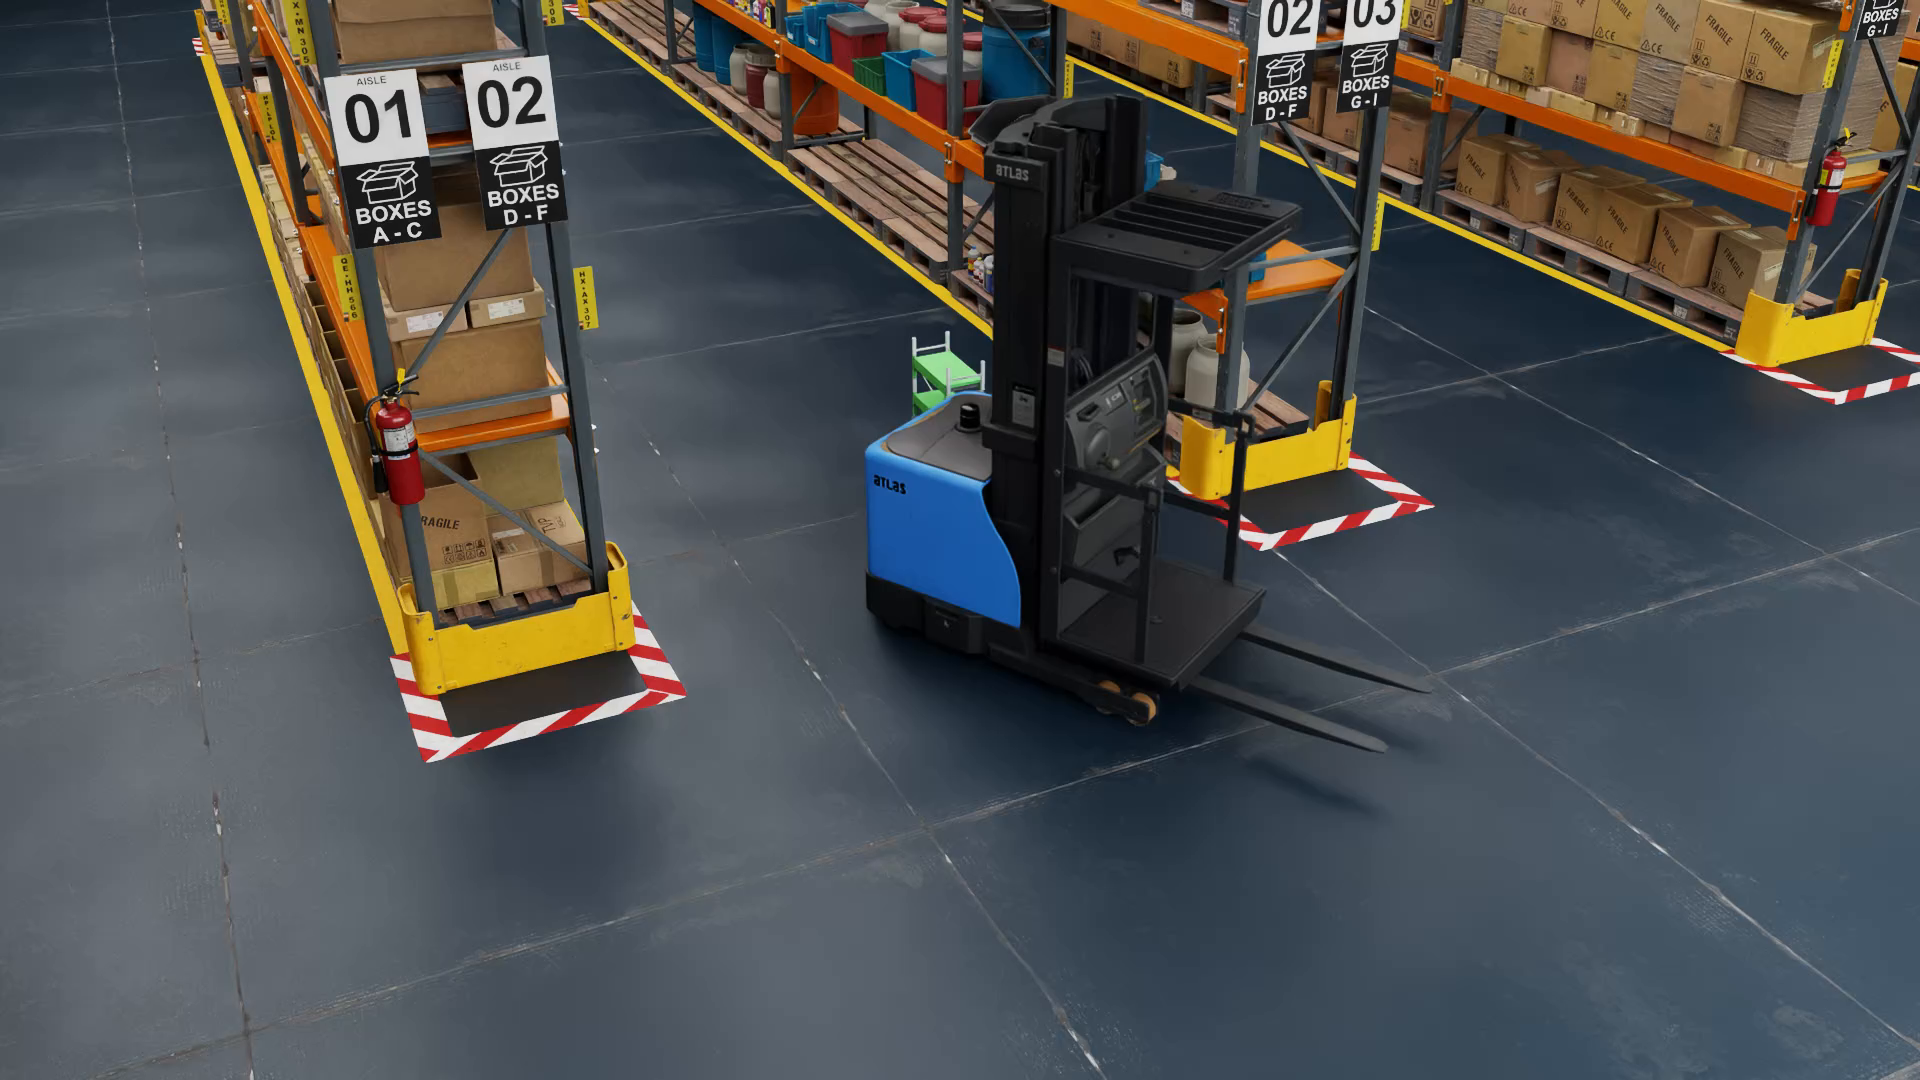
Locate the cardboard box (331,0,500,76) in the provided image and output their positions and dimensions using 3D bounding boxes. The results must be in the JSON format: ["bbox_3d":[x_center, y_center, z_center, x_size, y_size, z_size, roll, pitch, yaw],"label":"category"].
[{"bbox_3d":[-2.629,-2.540,7.940,0.797,0.503,0.637,-11,31,-19],"label":"cardboard box"}]

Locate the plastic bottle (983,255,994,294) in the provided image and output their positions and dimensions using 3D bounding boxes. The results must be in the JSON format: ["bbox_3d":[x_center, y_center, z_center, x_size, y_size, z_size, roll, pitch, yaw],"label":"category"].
[{"bbox_3d":[0.277,-2.127,13.284,0.152,0.276,0.135,-12,31,-20],"label":"plastic bottle"}]

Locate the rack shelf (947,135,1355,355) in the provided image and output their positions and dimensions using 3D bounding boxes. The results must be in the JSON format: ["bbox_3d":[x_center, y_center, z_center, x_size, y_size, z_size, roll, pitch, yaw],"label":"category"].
[{"bbox_3d":[1.231,-2.295,11.985,1.077,0.370,4.000,-13,32,-22],"label":"rack shelf"}]

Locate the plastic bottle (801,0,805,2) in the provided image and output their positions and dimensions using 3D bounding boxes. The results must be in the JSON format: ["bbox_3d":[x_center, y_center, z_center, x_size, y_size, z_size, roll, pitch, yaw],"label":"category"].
[{"bbox_3d":[-1.661,-5.928,17.859,0.097,0.271,0.097,0,29,0],"label":"plastic bottle"}]

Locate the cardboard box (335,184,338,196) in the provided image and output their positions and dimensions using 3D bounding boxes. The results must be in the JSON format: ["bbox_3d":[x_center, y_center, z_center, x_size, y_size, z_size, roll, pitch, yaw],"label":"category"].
[{"bbox_3d":[-3.261,-2.204,9.658,0.700,0.500,0.500,-13,32,-22],"label":"cardboard box"}]

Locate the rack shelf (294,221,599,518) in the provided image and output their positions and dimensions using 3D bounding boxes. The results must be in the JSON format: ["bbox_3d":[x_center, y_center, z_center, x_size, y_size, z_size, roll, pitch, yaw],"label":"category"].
[{"bbox_3d":[-3.245,-1.257,10.133,1.077,0.370,4.000,-13,32,-22],"label":"rack shelf"}]

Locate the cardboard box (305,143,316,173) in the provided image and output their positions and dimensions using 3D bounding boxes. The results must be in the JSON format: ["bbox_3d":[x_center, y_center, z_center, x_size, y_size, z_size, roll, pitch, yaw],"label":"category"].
[{"bbox_3d":[-4.055,-2.511,10.868,0.380,0.149,0.250,-13,32,-21],"label":"cardboard box"}]

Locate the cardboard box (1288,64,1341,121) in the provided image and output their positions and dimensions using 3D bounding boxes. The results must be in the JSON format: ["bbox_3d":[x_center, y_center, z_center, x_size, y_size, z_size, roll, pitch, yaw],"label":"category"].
[{"bbox_3d":[3.684,-4.867,17.942,0.700,0.500,0.500,-16,33,-26],"label":"cardboard box"}]

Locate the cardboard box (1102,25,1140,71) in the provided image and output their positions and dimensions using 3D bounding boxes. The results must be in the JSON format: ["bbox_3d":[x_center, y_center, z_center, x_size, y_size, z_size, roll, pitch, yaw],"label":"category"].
[{"bbox_3d":[2.475,-6.261,20.064,1.225,0.875,0.875,-13,32,-22],"label":"cardboard box"}]

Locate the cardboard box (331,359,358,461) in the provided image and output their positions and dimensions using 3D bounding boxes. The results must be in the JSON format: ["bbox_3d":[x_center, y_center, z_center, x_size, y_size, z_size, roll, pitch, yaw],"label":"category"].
[{"bbox_3d":[-3.541,-0.832,10.256,0.500,0.500,0.500,-13,32,-22],"label":"cardboard box"}]

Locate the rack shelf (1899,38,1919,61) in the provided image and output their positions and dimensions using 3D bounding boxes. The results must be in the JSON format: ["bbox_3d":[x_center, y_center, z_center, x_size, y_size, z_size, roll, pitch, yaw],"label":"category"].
[{"bbox_3d":[10.227,-4.332,15.617,1.077,0.370,4.000,-13,32,-22],"label":"rack shelf"}]

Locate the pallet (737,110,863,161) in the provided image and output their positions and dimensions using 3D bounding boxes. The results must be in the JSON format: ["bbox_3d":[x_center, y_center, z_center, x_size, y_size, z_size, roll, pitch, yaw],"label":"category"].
[{"bbox_3d":[-1.721,-4.383,17.823,1.003,0.211,1.213,-13,32,-22],"label":"pallet"}]

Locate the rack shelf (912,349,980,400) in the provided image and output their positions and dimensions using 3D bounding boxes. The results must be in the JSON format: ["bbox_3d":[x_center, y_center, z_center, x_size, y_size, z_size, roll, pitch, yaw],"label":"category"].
[{"bbox_3d":[-0.072,-0.961,9.857,0.258,0.148,0.480,-13,32,-22],"label":"rack shelf"}]

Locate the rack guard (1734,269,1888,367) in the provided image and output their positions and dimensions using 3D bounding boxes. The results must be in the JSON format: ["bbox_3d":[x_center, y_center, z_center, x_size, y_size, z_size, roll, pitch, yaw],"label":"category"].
[{"bbox_3d":[6.530,-1.709,12.759,1.175,0.500,0.348,-13,32,-22],"label":"rack guard"}]

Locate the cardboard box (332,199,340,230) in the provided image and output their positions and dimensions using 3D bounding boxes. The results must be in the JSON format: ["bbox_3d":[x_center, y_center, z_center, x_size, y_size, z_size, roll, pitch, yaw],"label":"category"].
[{"bbox_3d":[-3.495,-1.938,9.847,0.380,0.149,0.250,-13,32,-22],"label":"cardboard box"}]

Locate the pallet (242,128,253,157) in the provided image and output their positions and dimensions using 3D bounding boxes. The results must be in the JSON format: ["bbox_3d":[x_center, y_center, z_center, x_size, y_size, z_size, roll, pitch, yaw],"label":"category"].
[{"bbox_3d":[-7.154,-4.420,17.890,1.003,0.211,1.213,-13,32,-22],"label":"pallet"}]

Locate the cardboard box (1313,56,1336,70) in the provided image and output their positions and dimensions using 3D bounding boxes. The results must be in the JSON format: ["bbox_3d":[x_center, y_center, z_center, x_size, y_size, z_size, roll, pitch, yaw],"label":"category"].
[{"bbox_3d":[3.680,-5.206,17.780,0.500,0.250,0.500,-9,31,-16],"label":"cardboard box"}]

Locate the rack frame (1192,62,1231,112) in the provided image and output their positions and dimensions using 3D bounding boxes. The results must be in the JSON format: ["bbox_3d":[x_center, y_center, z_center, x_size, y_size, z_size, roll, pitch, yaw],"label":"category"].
[{"bbox_3d":[3.128,-6.300,18.390,1.000,3.000,0.127,-13,32,-22],"label":"rack frame"}]

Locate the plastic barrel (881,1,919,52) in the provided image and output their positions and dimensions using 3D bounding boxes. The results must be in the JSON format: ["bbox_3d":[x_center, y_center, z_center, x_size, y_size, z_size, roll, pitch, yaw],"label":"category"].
[{"bbox_3d":[-0.530,-4.713,15.446,0.421,0.512,0.421,0,29,0],"label":"plastic barrel"}]

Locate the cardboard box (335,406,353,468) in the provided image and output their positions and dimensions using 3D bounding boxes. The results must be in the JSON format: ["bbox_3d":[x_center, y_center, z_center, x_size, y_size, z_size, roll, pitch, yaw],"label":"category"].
[{"bbox_3d":[-3.758,-0.726,10.832,0.500,0.250,0.500,-13,32,-22],"label":"cardboard box"}]

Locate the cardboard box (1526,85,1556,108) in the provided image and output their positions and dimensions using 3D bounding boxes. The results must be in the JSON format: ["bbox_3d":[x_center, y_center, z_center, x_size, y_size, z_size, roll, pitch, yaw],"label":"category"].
[{"bbox_3d":[5.080,-3.820,14.225,0.380,0.149,0.250,-13,32,-22],"label":"cardboard box"}]

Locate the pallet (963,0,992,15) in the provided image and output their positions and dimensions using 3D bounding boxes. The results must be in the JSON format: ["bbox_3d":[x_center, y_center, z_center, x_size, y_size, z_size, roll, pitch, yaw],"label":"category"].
[{"bbox_3d":[0.628,-7.742,23.814,1.003,0.211,1.213,-13,32,-22],"label":"pallet"}]

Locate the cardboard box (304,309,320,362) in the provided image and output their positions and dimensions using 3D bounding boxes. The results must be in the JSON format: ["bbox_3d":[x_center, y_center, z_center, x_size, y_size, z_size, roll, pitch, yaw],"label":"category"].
[{"bbox_3d":[-4.543,-1.560,12.321,0.500,0.250,0.500,-13,32,-22],"label":"cardboard box"}]

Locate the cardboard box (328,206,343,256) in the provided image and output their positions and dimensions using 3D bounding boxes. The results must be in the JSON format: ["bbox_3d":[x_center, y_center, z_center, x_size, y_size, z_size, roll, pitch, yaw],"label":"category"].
[{"bbox_3d":[-3.675,-2.072,10.748,0.700,0.500,0.500,-13,32,-22],"label":"cardboard box"}]

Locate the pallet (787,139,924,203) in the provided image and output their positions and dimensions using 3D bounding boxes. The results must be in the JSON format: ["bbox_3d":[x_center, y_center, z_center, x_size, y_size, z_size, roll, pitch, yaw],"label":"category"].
[{"bbox_3d":[-1.048,-3.693,16.593,1.003,0.211,1.213,-13,32,-22],"label":"pallet"}]

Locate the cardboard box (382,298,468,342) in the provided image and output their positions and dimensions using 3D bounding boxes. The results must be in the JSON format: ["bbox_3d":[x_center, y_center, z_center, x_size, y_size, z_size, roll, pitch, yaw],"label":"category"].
[{"bbox_3d":[-2.722,-1.143,8.428,0.380,0.149,0.250,-14,32,-23],"label":"cardboard box"}]

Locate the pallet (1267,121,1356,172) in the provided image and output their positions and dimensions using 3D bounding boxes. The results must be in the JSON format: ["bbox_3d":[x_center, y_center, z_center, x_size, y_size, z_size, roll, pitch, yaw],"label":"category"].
[{"bbox_3d":[3.982,-4.200,17.497,1.003,0.211,1.213,-13,32,-22],"label":"pallet"}]

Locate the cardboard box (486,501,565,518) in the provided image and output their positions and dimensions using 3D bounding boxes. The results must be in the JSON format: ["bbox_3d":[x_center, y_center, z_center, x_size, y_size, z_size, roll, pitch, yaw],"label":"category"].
[{"bbox_3d":[-2.633,-0.175,9.850,0.500,0.250,0.500,-13,32,-22],"label":"cardboard box"}]

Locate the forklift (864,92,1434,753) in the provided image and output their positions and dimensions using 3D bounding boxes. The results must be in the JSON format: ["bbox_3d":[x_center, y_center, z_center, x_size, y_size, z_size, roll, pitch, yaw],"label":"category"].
[{"bbox_3d":[0.973,-0.622,8.335,3.031,2.935,1.130,19,34,30],"label":"forklift"}]

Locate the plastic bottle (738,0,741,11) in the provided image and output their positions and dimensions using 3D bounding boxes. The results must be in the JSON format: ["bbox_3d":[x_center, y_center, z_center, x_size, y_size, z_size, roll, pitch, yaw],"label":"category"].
[{"bbox_3d":[-2.287,-5.677,17.483,0.097,0.201,0.097,0,29,0],"label":"plastic bottle"}]

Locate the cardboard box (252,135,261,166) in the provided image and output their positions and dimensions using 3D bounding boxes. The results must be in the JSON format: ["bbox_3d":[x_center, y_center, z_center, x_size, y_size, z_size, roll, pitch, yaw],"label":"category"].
[{"bbox_3d":[-6.434,-3.687,15.837,0.500,0.500,0.500,-12,31,-20],"label":"cardboard box"}]

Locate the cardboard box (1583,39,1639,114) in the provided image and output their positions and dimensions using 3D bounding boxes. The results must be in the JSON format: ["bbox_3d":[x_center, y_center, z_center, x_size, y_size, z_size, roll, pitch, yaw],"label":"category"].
[{"bbox_3d":[5.649,-3.837,13.592,0.875,0.500,0.500,-13,32,-22],"label":"cardboard box"}]

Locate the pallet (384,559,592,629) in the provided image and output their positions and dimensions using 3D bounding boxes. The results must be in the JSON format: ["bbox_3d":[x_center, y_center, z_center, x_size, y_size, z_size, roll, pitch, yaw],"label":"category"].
[{"bbox_3d":[-2.752,0.200,9.651,1.003,0.211,1.213,-13,32,-22],"label":"pallet"}]

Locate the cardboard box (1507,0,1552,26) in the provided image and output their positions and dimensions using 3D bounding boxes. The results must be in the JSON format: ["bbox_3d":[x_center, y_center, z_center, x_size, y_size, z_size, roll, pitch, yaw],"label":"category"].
[{"bbox_3d":[5.025,-4.669,14.055,0.500,0.500,0.500,-13,32,-22],"label":"cardboard box"}]

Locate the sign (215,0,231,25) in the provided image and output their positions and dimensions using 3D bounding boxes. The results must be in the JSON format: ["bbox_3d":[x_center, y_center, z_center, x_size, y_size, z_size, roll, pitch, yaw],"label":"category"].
[{"bbox_3d":[-6.306,-4.574,14.209,0.100,0.325,0.005,-13,32,-22],"label":"sign"}]

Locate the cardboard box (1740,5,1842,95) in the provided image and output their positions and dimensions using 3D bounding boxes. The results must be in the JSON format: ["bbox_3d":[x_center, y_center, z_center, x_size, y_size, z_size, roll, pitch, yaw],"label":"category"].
[{"bbox_3d":[6.103,-3.566,12.087,0.500,0.500,0.500,-13,32,-22],"label":"cardboard box"}]

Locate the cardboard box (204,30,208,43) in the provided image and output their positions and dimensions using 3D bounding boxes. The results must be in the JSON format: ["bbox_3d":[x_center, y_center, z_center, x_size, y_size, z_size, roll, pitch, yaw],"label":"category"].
[{"bbox_3d":[-9.278,-6.344,20.916,0.380,0.166,0.250,-13,32,-22],"label":"cardboard box"}]

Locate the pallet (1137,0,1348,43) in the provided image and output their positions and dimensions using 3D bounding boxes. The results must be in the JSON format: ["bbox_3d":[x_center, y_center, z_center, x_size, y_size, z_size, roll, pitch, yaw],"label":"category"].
[{"bbox_3d":[1.822,-3.338,10.234,1.003,0.211,1.213,-13,32,-22],"label":"pallet"}]

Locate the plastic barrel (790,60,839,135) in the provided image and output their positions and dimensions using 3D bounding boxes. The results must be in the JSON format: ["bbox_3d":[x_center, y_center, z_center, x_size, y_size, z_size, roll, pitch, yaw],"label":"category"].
[{"bbox_3d":[-1.570,-4.709,17.343,0.600,0.830,0.708,-13,32,-22],"label":"plastic barrel"}]

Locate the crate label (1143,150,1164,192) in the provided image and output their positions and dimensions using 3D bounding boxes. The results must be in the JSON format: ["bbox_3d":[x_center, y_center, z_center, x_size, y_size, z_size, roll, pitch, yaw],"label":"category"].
[{"bbox_3d":[1.055,-2.497,11.574,0.502,0.435,0.616,-13,32,-22],"label":"crate label"}]

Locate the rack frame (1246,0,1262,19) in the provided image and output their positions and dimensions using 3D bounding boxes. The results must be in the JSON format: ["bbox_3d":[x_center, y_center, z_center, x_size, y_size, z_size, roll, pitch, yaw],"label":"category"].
[{"bbox_3d":[2.089,-4.342,8.766,1.000,3.000,0.127,-13,32,-22],"label":"rack frame"}]

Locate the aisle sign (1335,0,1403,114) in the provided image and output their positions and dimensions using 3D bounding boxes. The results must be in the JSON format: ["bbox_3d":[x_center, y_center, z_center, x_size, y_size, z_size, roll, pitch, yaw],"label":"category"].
[{"bbox_3d":[2.385,-2.889,9.651,0.394,0.787,0.004,-13,32,-22],"label":"aisle sign"}]

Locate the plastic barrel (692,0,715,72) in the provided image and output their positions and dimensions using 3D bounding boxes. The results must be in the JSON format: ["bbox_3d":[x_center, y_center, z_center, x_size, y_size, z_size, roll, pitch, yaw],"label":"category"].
[{"bbox_3d":[-2.844,-6.051,19.662,0.600,0.901,0.708,-13,32,-22],"label":"plastic barrel"}]

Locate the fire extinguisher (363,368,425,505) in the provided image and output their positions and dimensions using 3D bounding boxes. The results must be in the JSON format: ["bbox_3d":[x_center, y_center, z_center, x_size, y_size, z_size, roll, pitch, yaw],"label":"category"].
[{"bbox_3d":[-2.755,-0.504,8.134,0.296,0.674,0.183,-13,32,-22],"label":"fire extinguisher"}]

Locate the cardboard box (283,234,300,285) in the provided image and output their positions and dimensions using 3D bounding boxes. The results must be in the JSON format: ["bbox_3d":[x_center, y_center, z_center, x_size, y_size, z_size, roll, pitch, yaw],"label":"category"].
[{"bbox_3d":[-4.977,-2.251,12.979,0.500,0.311,0.500,-13,32,-22],"label":"cardboard box"}]

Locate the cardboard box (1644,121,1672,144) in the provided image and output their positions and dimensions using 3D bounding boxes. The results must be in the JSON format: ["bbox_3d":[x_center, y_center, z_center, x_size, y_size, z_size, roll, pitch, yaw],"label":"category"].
[{"bbox_3d":[5.702,-3.287,13.275,0.380,0.149,0.250,-13,32,-22],"label":"cardboard box"}]

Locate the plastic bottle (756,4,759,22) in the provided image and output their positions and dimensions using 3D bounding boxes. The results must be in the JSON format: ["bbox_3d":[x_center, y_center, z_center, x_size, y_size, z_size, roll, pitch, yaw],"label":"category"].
[{"bbox_3d":[-2.036,-5.419,17.023,0.097,0.201,0.097,0,29,0],"label":"plastic bottle"}]

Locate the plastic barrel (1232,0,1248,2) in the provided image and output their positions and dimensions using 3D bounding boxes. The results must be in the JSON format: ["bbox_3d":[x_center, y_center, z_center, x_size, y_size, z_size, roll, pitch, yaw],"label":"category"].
[{"bbox_3d":[1.766,-3.593,9.627,0.600,0.830,0.708,-13,32,-22],"label":"plastic barrel"}]

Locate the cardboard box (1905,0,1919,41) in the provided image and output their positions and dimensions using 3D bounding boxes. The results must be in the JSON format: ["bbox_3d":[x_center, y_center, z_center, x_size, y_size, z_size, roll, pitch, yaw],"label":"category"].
[{"bbox_3d":[9.794,-5.196,16.269,0.875,0.550,0.550,-13,32,-22],"label":"cardboard box"}]

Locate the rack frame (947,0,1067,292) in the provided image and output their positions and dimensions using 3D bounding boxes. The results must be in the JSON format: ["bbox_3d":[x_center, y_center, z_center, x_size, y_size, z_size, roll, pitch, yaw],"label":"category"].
[{"bbox_3d":[0.372,-3.493,13.385,1.000,3.000,0.127,-13,32,-22],"label":"rack frame"}]

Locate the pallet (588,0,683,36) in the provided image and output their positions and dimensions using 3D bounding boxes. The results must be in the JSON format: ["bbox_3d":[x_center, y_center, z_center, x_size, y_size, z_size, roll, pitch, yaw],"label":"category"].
[{"bbox_3d":[-4.460,-7.205,22.856,1.003,0.211,1.213,-13,32,-22],"label":"pallet"}]

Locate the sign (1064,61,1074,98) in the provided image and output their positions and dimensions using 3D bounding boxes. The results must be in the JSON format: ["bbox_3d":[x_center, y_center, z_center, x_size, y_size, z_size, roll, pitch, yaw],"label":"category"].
[{"bbox_3d":[0.874,-3.724,13.514,0.100,0.325,0.005,-13,32,-22],"label":"sign"}]

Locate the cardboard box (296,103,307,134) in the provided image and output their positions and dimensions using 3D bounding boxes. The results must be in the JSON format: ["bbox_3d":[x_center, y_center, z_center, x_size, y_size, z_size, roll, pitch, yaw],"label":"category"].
[{"bbox_3d":[-4.859,-3.295,12.929,0.500,0.500,0.500,-13,32,-22],"label":"cardboard box"}]

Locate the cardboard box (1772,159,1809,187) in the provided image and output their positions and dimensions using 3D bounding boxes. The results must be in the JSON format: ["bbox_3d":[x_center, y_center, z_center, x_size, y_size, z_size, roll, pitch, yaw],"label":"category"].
[{"bbox_3d":[6.254,-2.739,12.297,0.380,0.149,0.250,-13,32,-22],"label":"cardboard box"}]

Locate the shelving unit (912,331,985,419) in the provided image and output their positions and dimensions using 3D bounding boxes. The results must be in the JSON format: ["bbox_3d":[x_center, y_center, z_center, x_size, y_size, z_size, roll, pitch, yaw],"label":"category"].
[{"bbox_3d":[-0.072,-0.599,10.062,0.258,1.200,0.503,-13,32,-22],"label":"shelving unit"}]

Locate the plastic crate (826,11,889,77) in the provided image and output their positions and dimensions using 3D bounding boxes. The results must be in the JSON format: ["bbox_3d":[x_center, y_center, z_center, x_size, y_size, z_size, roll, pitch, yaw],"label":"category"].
[{"bbox_3d":[-0.928,-4.509,15.133,0.402,0.464,0.583,-13,32,-22],"label":"plastic crate"}]

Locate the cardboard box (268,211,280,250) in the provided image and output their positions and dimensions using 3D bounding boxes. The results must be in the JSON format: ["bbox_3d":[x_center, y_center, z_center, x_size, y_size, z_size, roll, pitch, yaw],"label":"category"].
[{"bbox_3d":[-5.644,-2.690,14.336,0.500,0.250,0.500,-14,32,-23],"label":"cardboard box"}]

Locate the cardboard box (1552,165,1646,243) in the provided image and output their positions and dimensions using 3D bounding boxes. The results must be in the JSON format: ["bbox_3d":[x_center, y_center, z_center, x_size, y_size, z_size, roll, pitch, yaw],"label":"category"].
[{"bbox_3d":[5.571,-2.931,14.510,0.500,0.500,0.500,-16,33,-26],"label":"cardboard box"}]

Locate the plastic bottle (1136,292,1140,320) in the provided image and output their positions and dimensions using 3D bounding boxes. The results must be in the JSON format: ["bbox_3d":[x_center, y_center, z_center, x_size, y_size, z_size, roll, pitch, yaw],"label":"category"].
[{"bbox_3d":[1.360,-1.803,12.782,0.097,0.201,0.097,0,29,0],"label":"plastic bottle"}]

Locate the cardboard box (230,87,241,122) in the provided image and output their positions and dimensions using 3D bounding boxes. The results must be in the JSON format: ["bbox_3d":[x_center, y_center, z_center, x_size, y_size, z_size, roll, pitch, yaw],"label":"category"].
[{"bbox_3d":[-7.550,-4.825,17.866,0.500,0.500,0.500,-15,32,-24],"label":"cardboard box"}]
